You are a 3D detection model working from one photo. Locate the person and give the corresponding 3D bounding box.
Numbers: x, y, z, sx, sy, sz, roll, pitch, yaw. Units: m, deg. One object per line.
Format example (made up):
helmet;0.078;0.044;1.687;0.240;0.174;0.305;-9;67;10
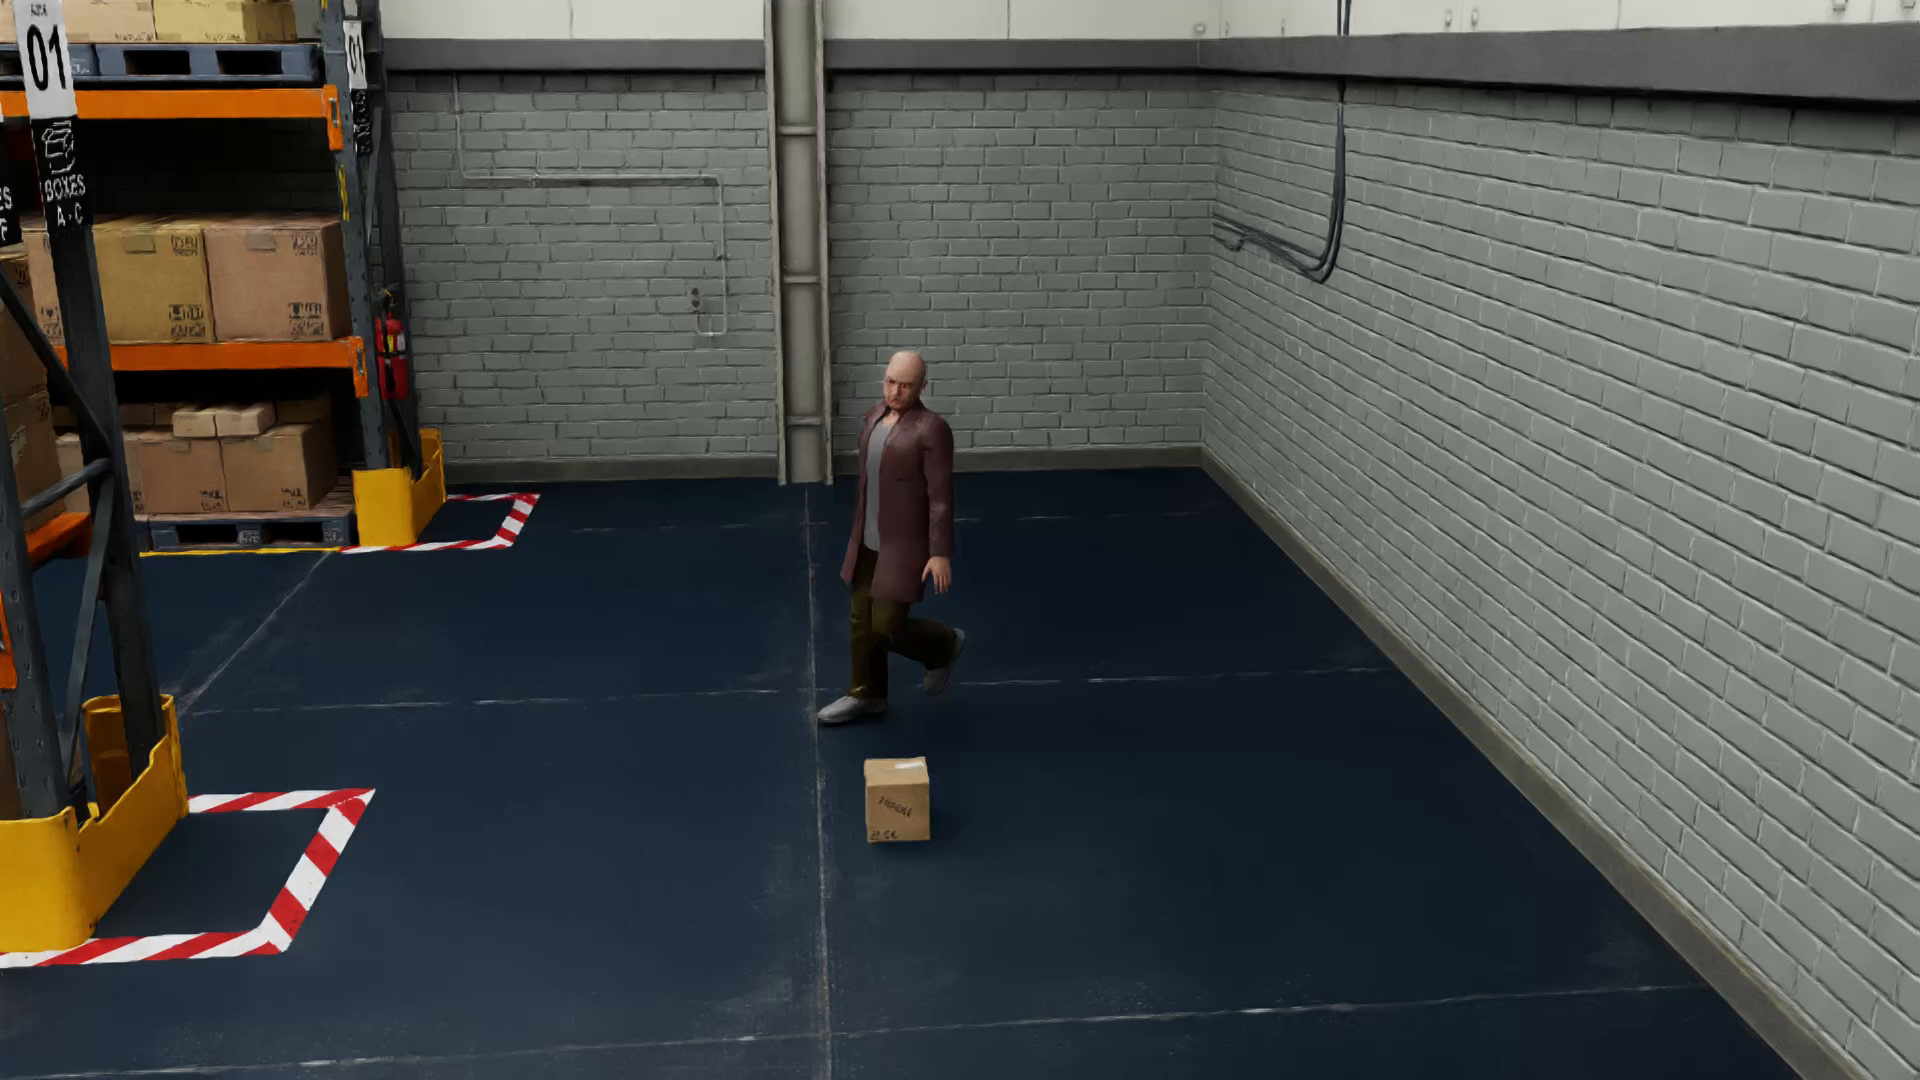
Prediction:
person;-0.262;0.000;7.537;0.657;1.757;0.685;-15;22;-40
